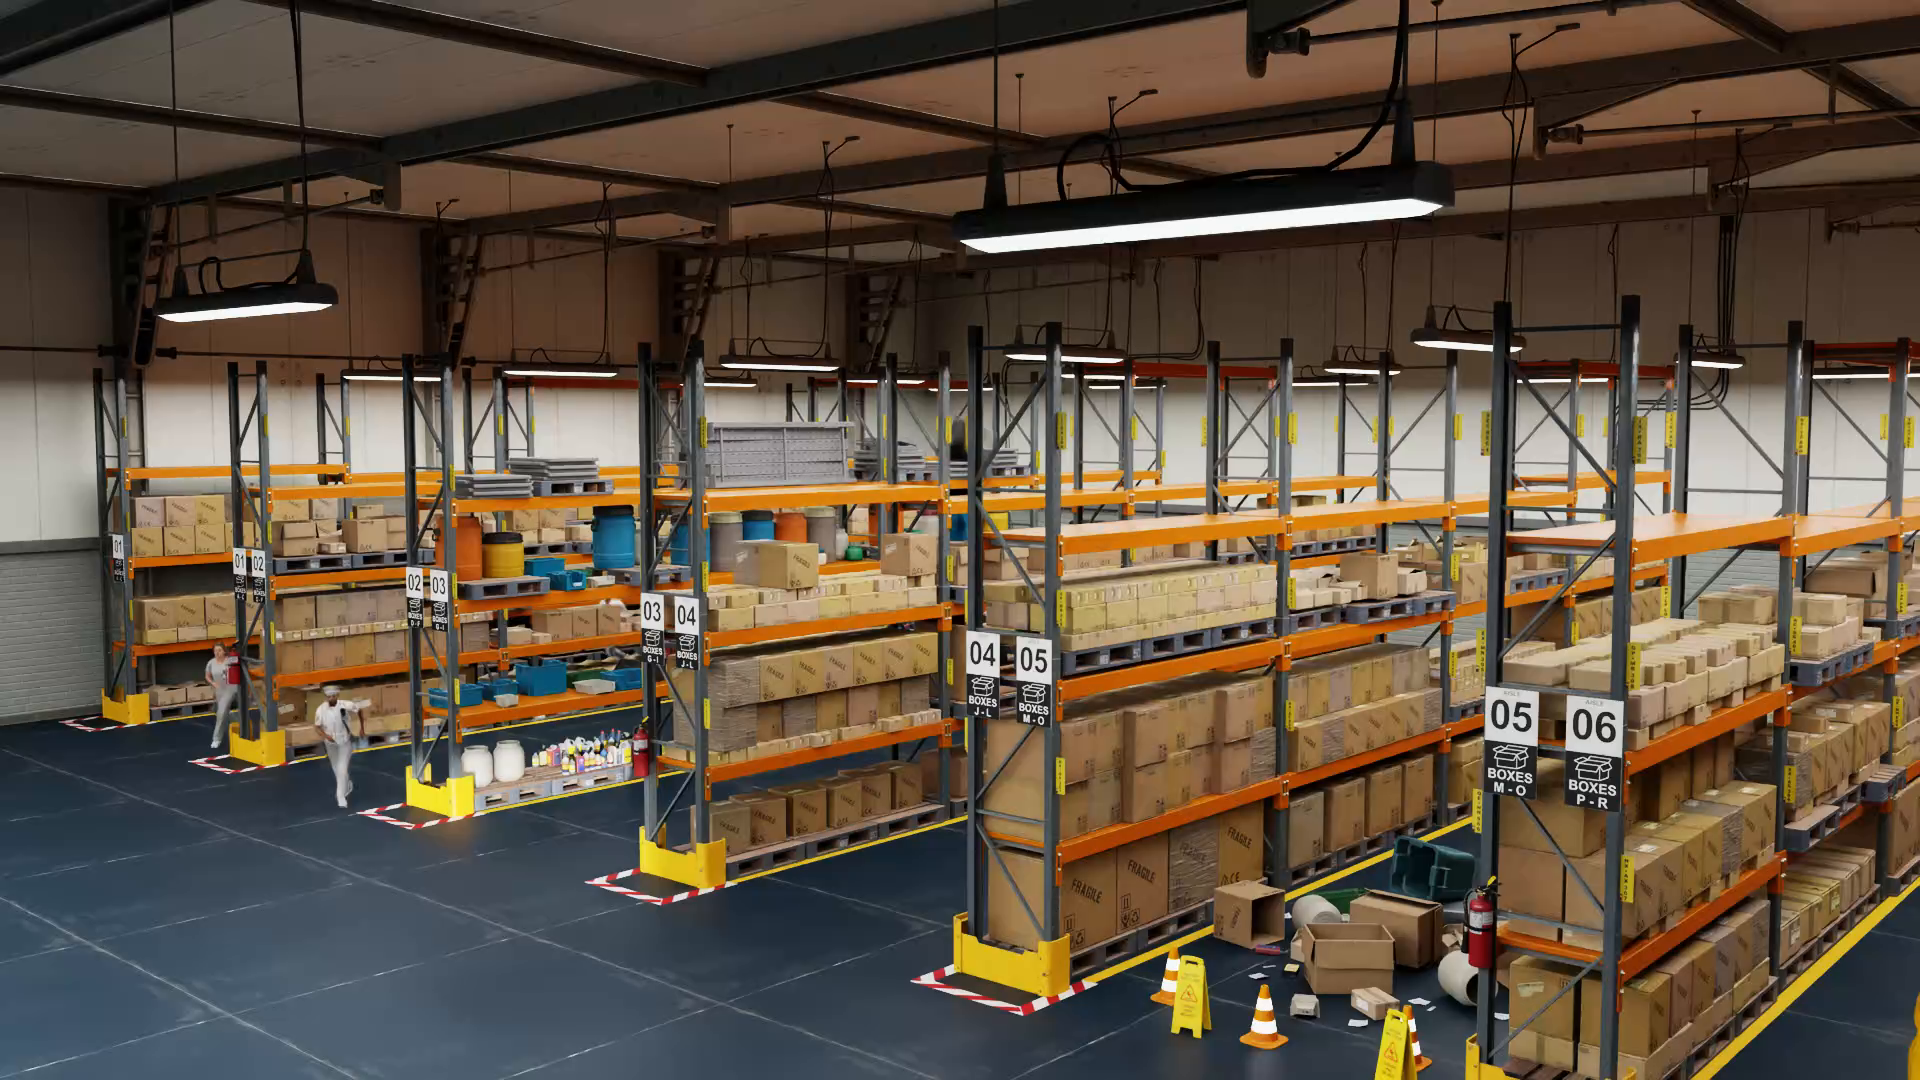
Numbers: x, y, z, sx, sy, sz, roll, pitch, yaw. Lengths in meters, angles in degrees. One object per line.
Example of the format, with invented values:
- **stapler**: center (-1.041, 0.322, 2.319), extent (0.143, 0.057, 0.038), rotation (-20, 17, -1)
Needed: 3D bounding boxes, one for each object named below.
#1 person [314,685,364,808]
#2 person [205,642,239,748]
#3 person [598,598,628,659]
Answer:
- **person**: center (-8.289, 2.727, 22.257), extent (0.559, 1.671, 0.772), rotation (0, 4, 0)
- **person**: center (-11.590, 2.413, 26.360), extent (0.557, 1.660, 0.775), rotation (1, 4, 8)
- **person**: center (-7.024, 1.824, 33.742), extent (0.708, 1.733, 0.858), rotation (2, 5, 24)
